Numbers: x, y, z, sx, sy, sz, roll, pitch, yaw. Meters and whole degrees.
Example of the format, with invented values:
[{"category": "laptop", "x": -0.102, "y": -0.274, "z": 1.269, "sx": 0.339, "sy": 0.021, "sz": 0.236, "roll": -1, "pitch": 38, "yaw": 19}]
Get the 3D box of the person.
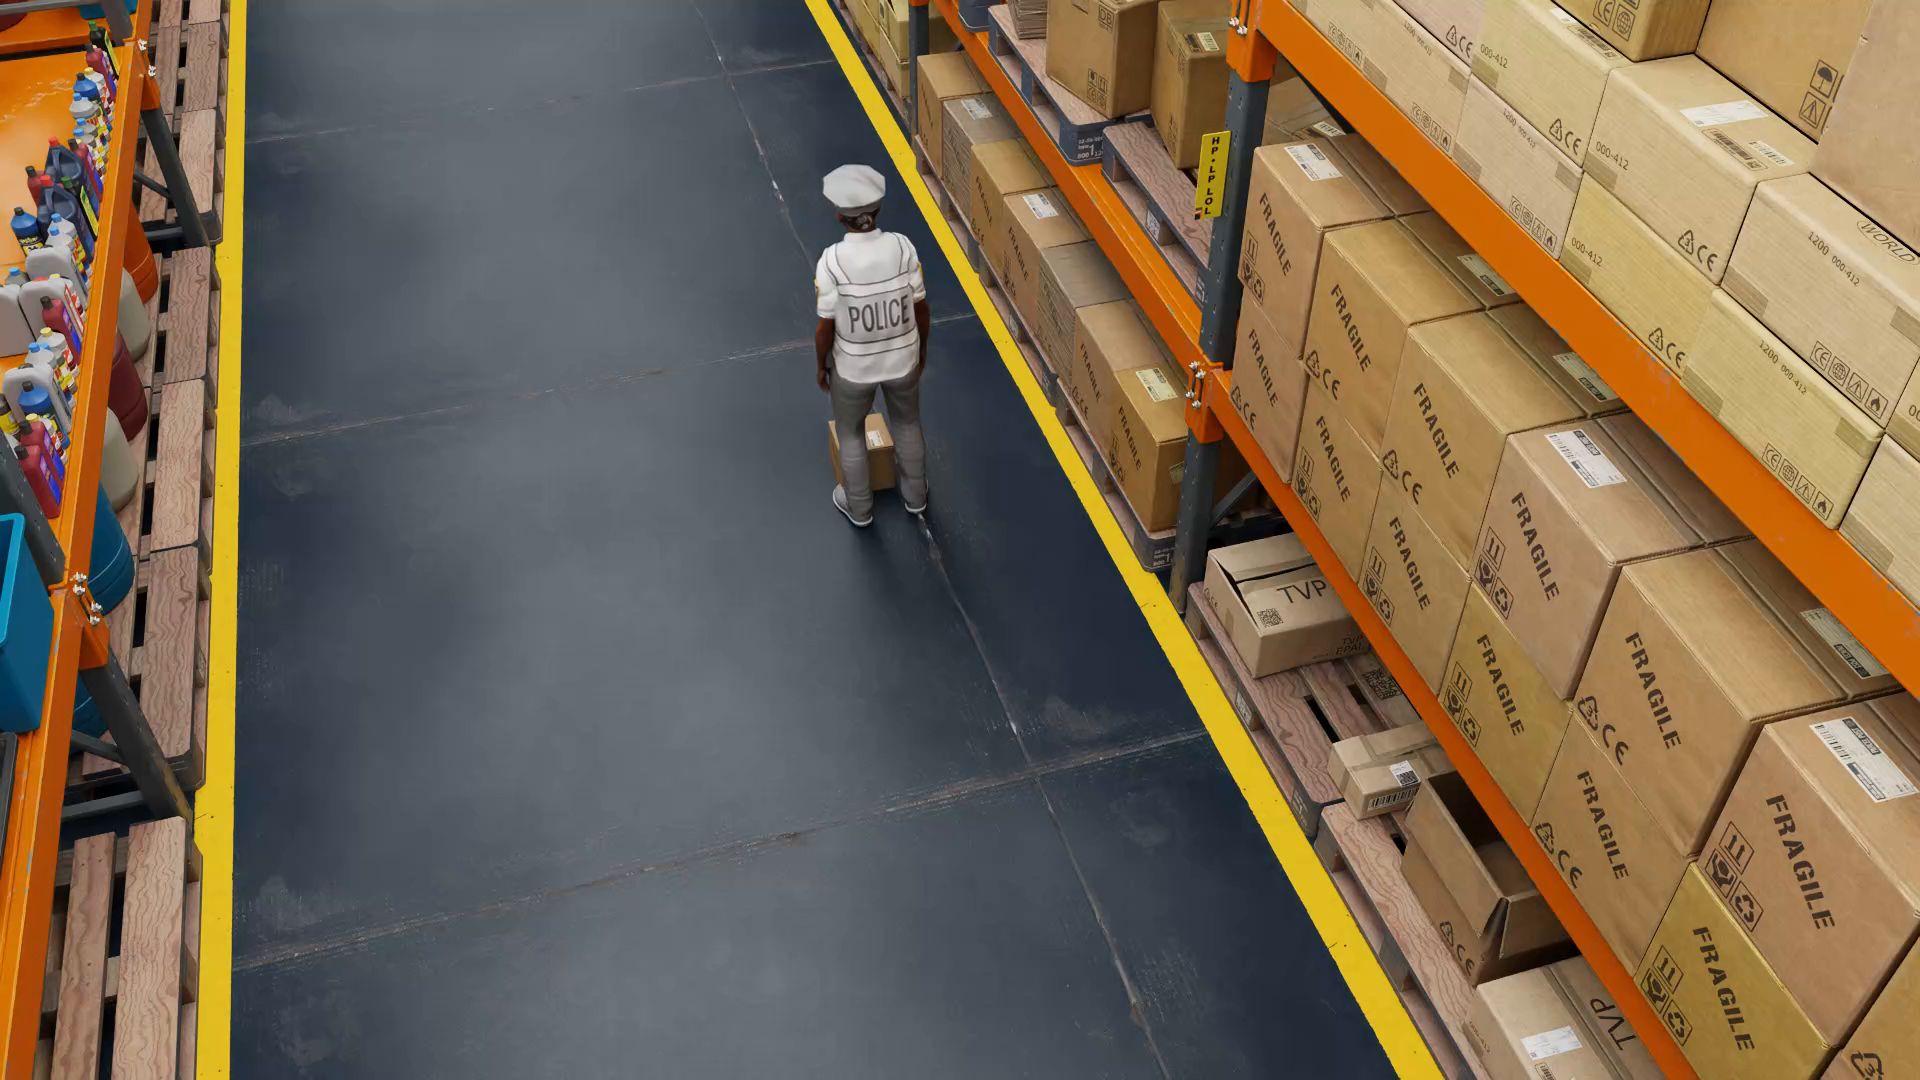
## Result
[{"category": "person", "x": -0.362, "y": -0.761, "z": 6.994, "sx": 0.504, "sy": 1.657, "sz": 0.394, "roll": -13, "pitch": 44, "yaw": -13}]
